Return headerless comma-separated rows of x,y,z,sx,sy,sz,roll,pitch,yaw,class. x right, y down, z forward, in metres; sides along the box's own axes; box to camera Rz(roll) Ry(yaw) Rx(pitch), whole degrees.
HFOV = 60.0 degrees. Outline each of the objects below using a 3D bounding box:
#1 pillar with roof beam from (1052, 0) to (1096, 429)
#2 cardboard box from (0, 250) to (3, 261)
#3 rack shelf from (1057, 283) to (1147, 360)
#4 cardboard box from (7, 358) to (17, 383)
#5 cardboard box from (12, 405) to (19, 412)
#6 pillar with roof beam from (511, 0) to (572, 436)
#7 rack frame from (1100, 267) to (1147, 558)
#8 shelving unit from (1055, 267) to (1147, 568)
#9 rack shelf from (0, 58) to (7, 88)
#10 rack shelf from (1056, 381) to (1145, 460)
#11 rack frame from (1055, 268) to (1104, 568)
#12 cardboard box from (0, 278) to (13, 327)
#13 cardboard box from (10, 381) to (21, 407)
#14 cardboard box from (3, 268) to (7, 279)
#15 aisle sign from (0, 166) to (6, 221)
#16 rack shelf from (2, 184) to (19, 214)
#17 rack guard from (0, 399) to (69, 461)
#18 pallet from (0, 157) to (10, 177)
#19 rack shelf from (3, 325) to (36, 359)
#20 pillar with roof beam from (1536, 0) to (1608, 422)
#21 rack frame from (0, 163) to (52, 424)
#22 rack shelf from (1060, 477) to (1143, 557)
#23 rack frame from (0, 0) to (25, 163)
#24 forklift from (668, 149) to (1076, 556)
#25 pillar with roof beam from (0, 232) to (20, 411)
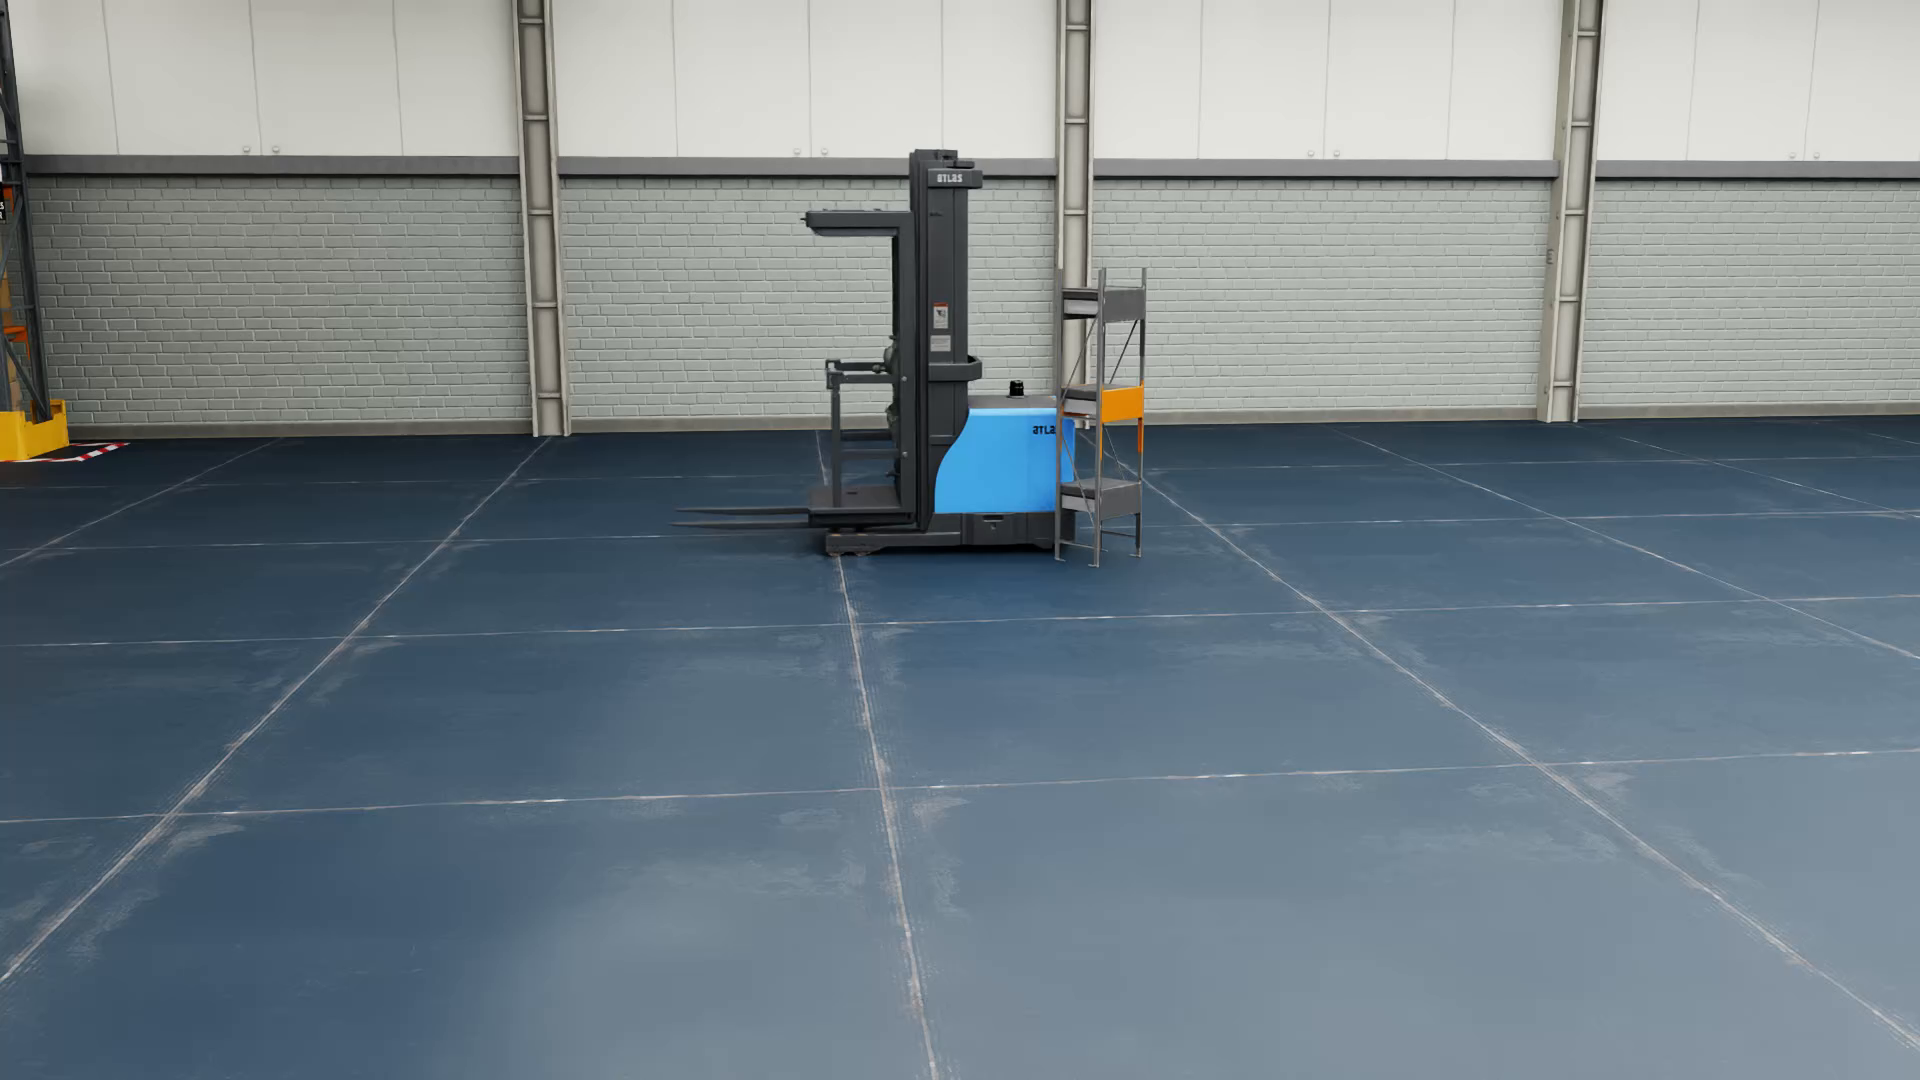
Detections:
1.773,-4.921,14.571,0.400,9.000,9.100,-1,11,-6,pillar with roof beam
-10.190,-2.942,17.344,0.250,0.149,0.380,-1,11,-7,cardboard box
1.009,-1.566,11.834,0.431,0.518,0.480,10,15,43,rack shelf
-10.331,-1.768,17.534,0.500,0.250,0.500,-1,11,-7,cardboard box
-10.342,-1.279,17.635,0.500,0.250,0.500,-1,11,-6,cardboard box
-4.192,-4.796,13.935,0.400,9.000,9.100,-1,11,-6,pillar with roof beam
1.177,-0.927,12.140,0.400,2.100,0.015,10,15,43,rack frame
1.009,-0.893,11.967,0.431,2.100,0.503,10,15,43,shelving unit
-11.821,-4.747,16.589,4.000,0.370,1.077,-1,11,-6,rack shelf
1.009,-0.880,11.969,0.431,0.518,0.480,10,15,43,rack shelf
0.840,-0.859,11.794,0.400,2.100,0.015,10,15,43,rack frame
-10.355,-2.486,17.481,0.500,0.500,0.500,-1,11,-4,cardboard box
-10.322,-1.527,17.601,0.500,0.250,0.500,-1,11,-5,cardboard box
-10.198,-2.805,17.417,0.250,0.149,0.380,-1,11,-8,cardboard box
-9.736,-3.615,16.742,0.004,0.787,0.394,-1,11,-6,aisle sign
-11.821,-3.472,16.840,4.000,0.370,1.077,-1,11,-6,rack shelf
-9.809,-1.168,17.516,0.348,0.500,1.175,-1,11,-6,rack guard
-10.538,-3.813,16.941,1.213,0.211,1.003,-1,11,-6,pallet
-11.821,-2.000,17.129,4.000,0.370,1.077,-1,11,-6,rack shelf
7.737,-5.046,15.207,0.400,9.000,9.100,-1,11,-6,pillar with roof beam
-9.833,-2.394,17.272,0.127,3.000,1.000,-1,11,-6,rack frame
1.009,-0.193,12.105,0.431,0.518,0.480,10,15,43,rack shelf
-9.833,-5.338,16.693,0.127,3.000,1.000,-1,11,-6,rack frame
-0.682,-1.423,12.509,3.031,2.935,1.130,-1,11,-5,forklift
-10.157,-4.671,13.299,0.400,9.000,9.100,-1,11,-6,pillar with roof beam
